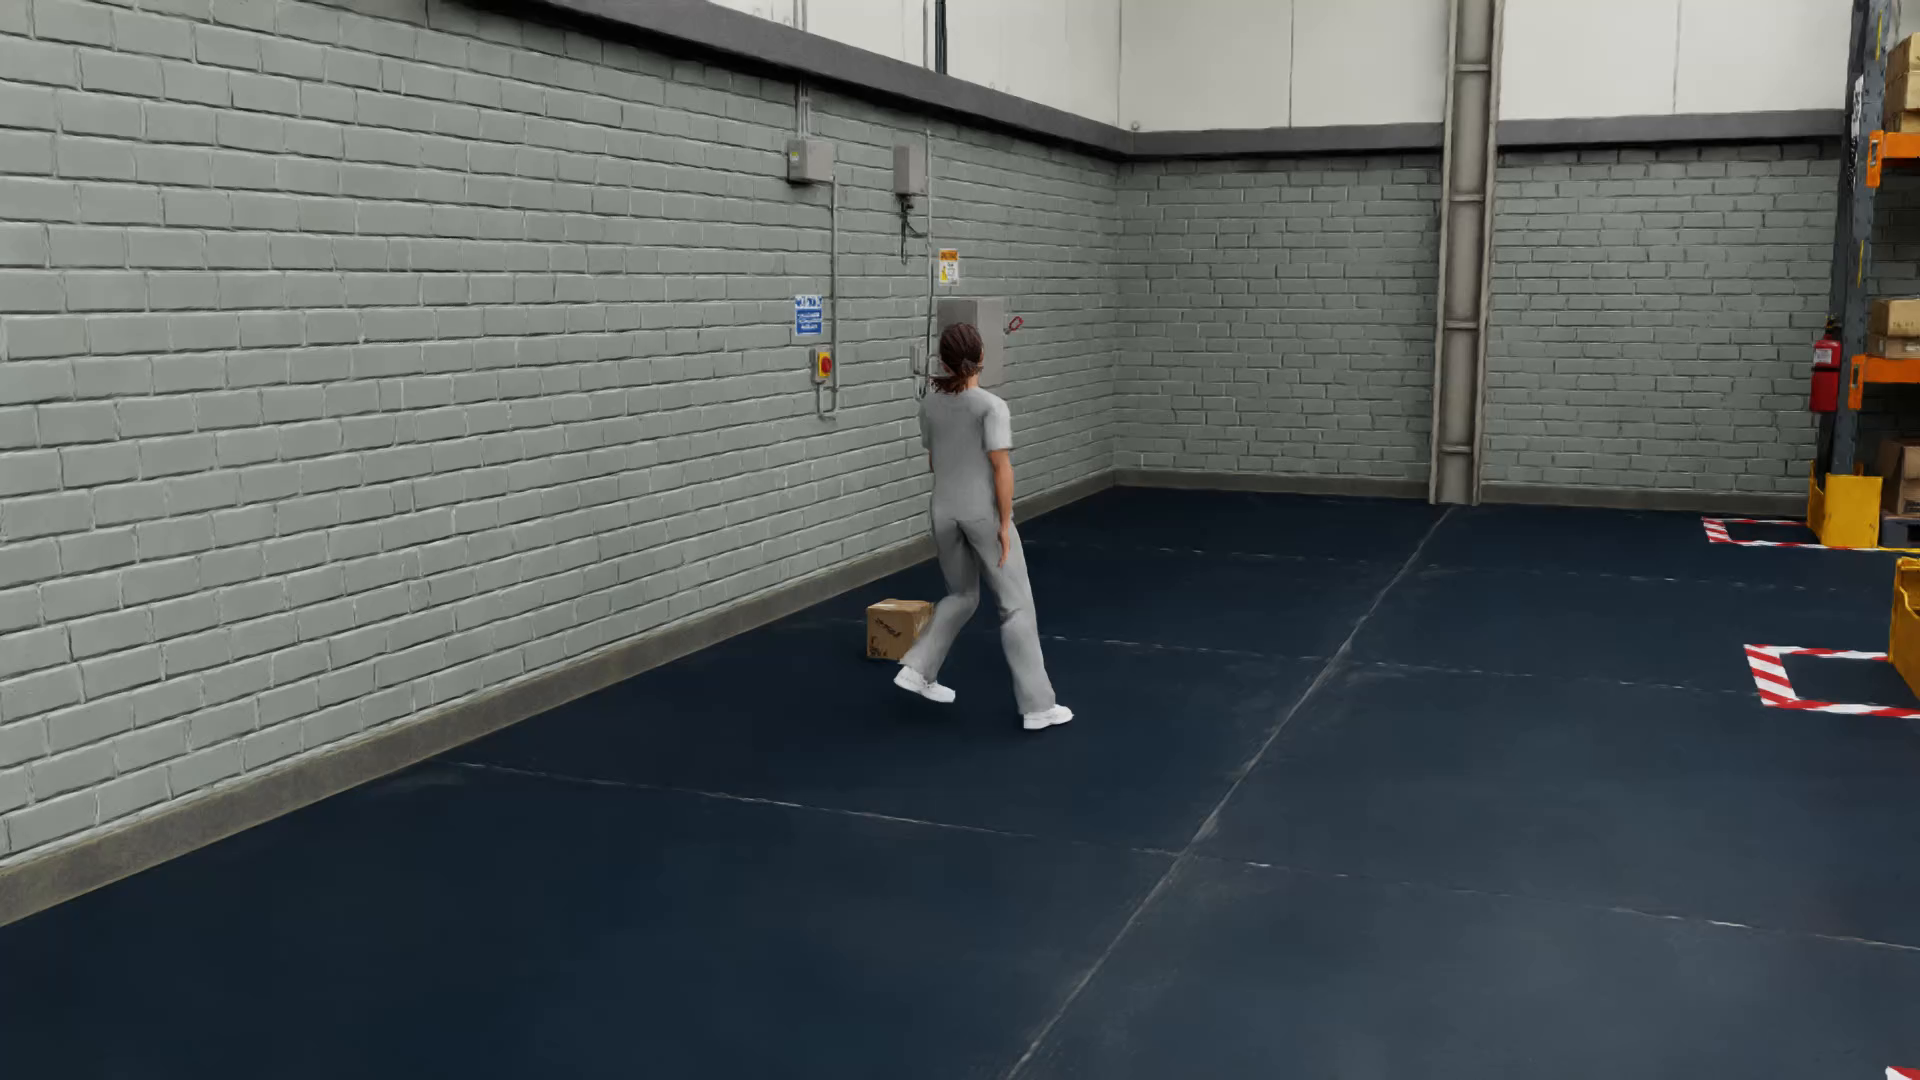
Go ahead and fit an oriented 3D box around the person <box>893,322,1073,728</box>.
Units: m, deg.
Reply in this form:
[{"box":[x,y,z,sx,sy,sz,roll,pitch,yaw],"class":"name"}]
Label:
[{"box":[0.112,-0.055,6.793,0.631,1.649,0.540,4,10,27],"class":"person"}]
